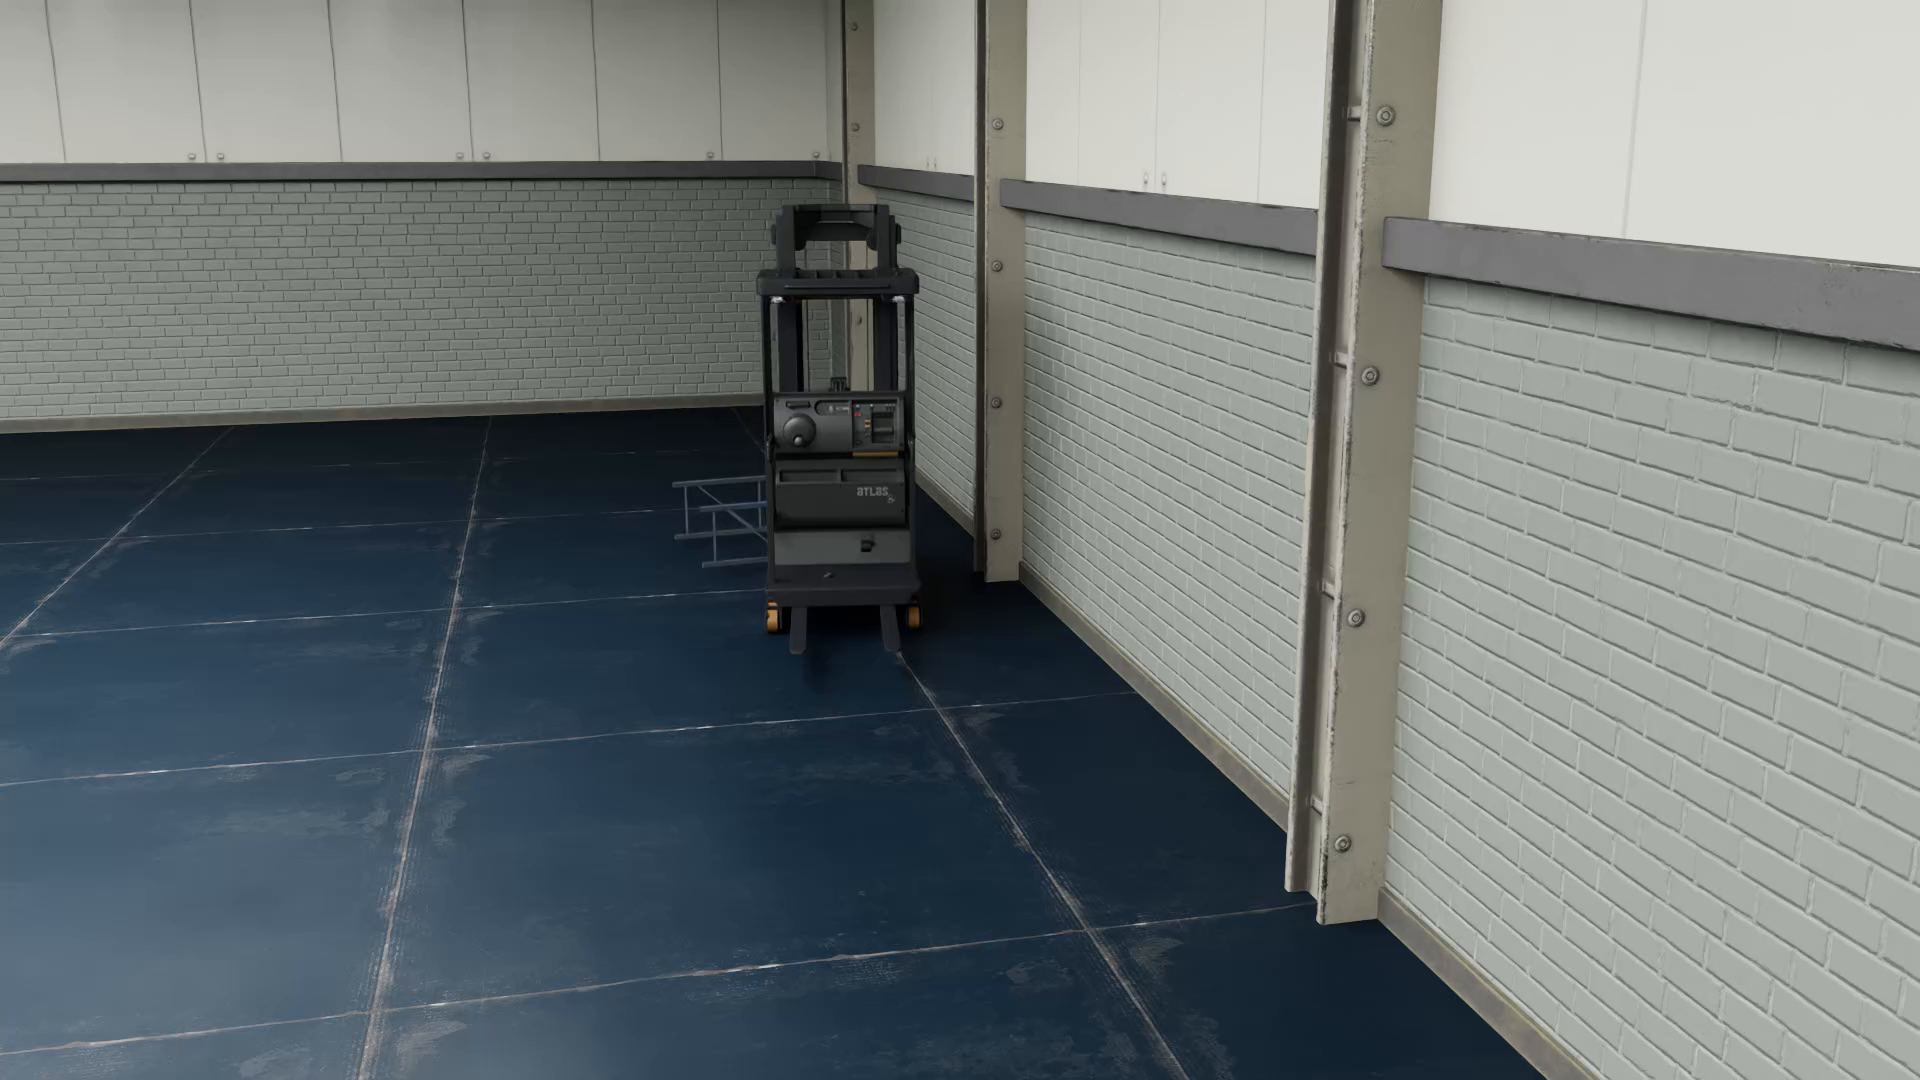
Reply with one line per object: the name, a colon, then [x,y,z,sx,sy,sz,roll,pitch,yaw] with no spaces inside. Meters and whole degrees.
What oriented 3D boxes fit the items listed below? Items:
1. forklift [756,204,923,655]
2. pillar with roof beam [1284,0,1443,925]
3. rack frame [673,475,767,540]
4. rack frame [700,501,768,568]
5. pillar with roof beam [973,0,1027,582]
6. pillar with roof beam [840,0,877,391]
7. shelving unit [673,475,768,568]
forklift: [-0.848,-0.852,11.738,1.130,2.935,3.031,-1,14,-4]
pillar with roof beam: [-2.472,-2.471,5.579,9.100,9.000,0.400,-3,14,-13]
rack frame: [-1.732,-0.311,14.406,1.500,0.500,0.032,-5,15,-21]
rack frame: [-1.356,-0.086,13.488,1.500,0.500,0.032,-5,15,-21]
pillar with roof beam: [-3.881,-3.855,11.245,9.100,9.000,0.400,-3,14,-13]
pillar with roof beam: [-5.291,-5.239,16.910,9.100,9.000,0.400,-3,14,-13]
shelving unit: [-1.541,-0.196,13.939,1.500,0.587,1.083,-5,15,-21]
